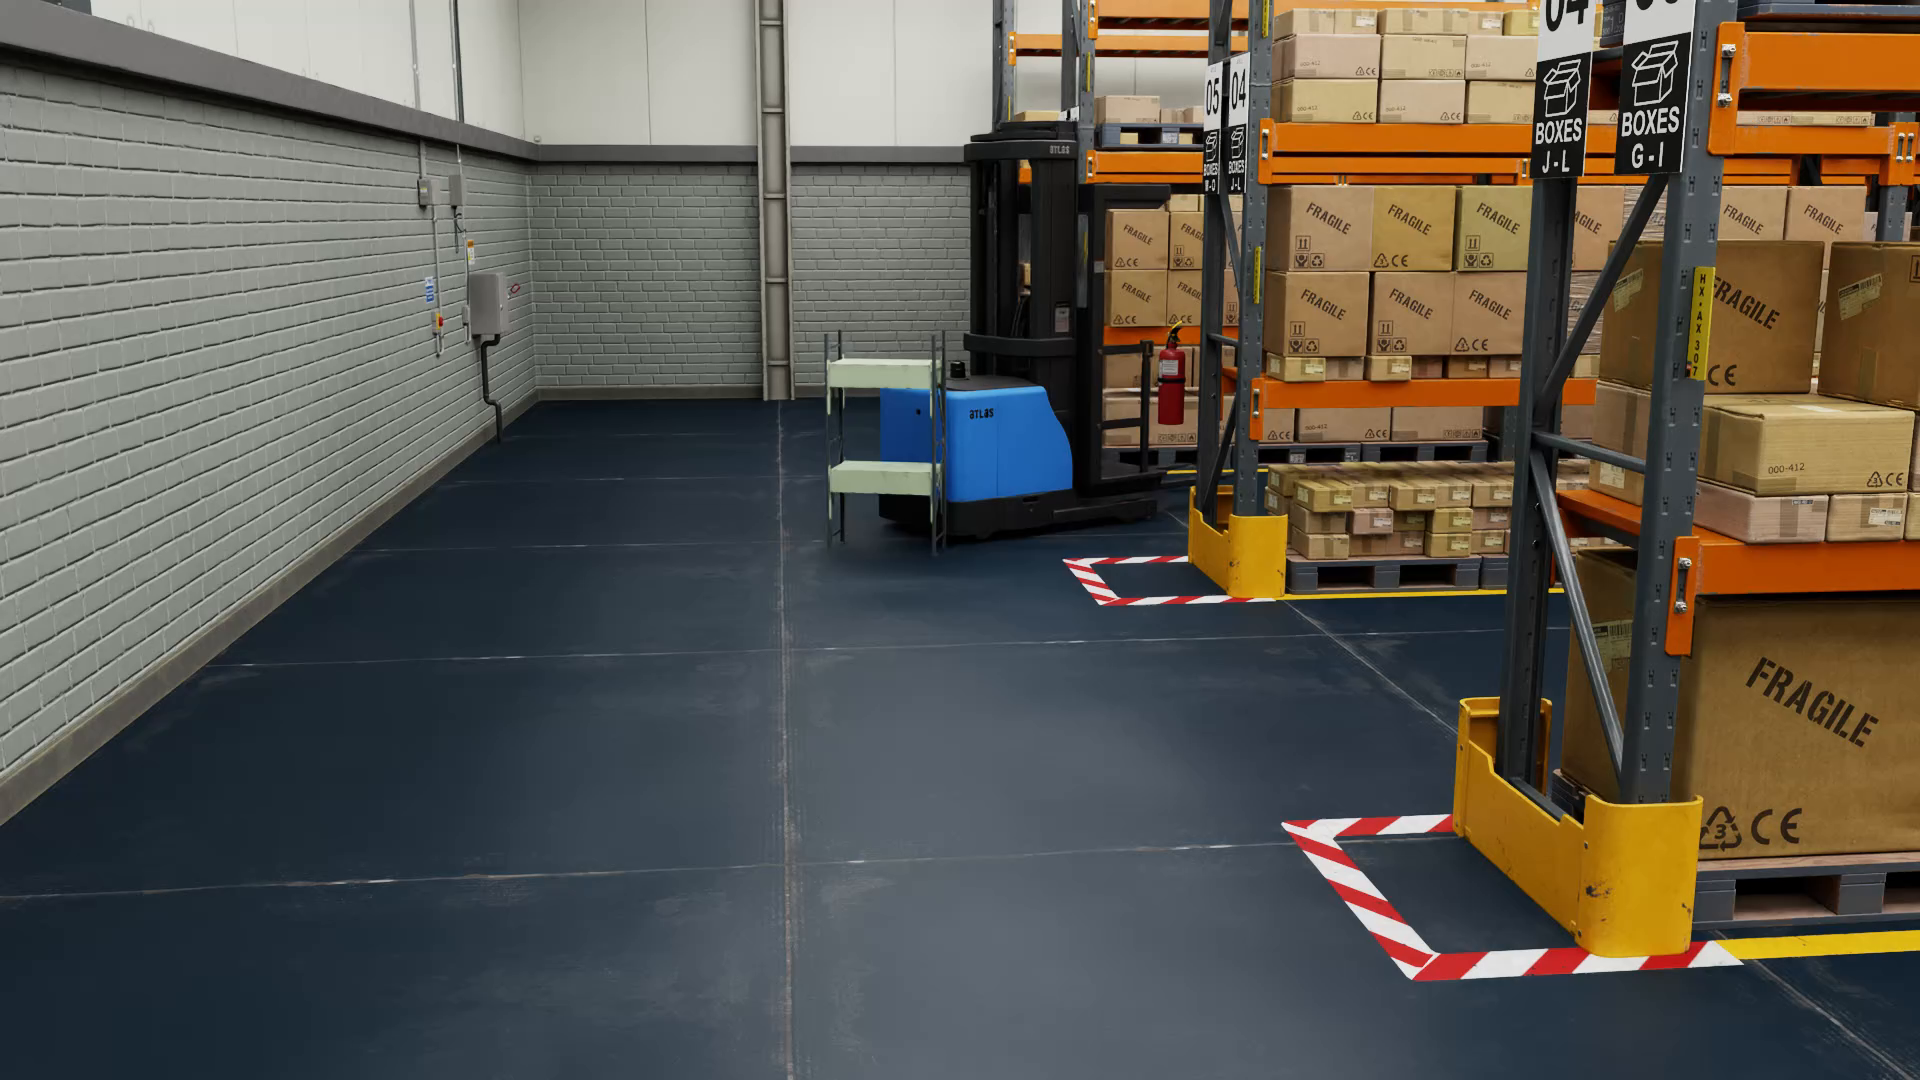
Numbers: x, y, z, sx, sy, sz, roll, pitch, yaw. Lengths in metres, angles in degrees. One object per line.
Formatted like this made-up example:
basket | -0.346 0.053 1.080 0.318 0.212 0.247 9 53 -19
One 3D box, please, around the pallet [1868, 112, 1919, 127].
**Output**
pallet | 6.281 -2.686 10.466 1.003 0.211 1.213 -1 11 -6

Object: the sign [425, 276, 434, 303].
sign | -4.615 -2.178 14.470 0.001 0.218 0.327 -1 11 -6

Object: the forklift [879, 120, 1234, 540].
forklift | 0.887 -1.642 12.620 3.031 2.935 1.130 -8 14 -35

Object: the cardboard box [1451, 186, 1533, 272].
cardboard box | 3.175 -1.893 10.099 0.500 0.500 0.500 -1 11 -7

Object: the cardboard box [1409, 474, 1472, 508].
cardboard box | 3.000 -0.306 10.409 0.250 0.149 0.380 -2 11 -9

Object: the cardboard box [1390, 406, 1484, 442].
cardboard box | 4.385 -1.218 15.839 0.875 0.438 0.875 -1 11 -7

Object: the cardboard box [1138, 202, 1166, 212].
cardboard box | 1.680 -3.009 14.866 0.250 0.149 0.380 -1 11 -5

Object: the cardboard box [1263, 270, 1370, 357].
cardboard box | 2.155 -1.382 10.092 0.500 0.500 0.500 -1 11 -3

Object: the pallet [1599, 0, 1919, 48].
pallet | 2.851 -1.723 5.311 1.213 0.211 1.003 -1 11 -6

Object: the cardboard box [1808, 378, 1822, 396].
cardboard box | 3.072 -0.421 5.852 0.500 0.250 0.500 -1 11 -7

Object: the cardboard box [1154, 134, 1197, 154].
cardboard box | 2.500 -4.669 19.682 0.500 0.250 0.500 -1 11 -7

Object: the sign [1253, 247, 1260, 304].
sign | 1.738 -1.551 9.739 0.005 0.325 0.100 -1 11 -6

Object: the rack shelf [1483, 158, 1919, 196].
rack shelf | 7.009 -3.422 15.586 4.000 0.370 1.077 -1 11 -6

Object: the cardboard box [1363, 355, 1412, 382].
cardboard box | 2.558 -1.060 10.135 0.250 0.149 0.380 -2 11 -8

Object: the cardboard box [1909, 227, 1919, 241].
cardboard box | 9.419 -2.808 16.258 0.500 0.500 0.500 -2 11 -8

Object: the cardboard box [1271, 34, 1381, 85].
cardboard box | 2.153 -2.834 9.823 0.500 0.250 0.500 -1 11 -5

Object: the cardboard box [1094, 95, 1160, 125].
cardboard box | 1.482 -3.858 14.980 0.500 0.250 0.500 -2 11 -11

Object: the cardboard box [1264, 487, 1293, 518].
cardboard box | 2.173 -0.250 10.892 0.250 0.149 0.380 -2 11 -8

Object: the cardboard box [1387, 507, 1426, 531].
cardboard box | 2.740 -0.162 10.449 0.250 0.149 0.380 -1 11 -5

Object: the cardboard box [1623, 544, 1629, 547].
cardboard box | 4.274 -0.026 10.527 0.250 0.149 0.380 -1 11 -6

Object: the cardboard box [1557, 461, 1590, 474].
cardboard box | 3.984 -0.416 10.966 0.250 0.149 0.380 -2 11 -8

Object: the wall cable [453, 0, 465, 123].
wall cable | -4.922 -5.647 17.166 0.133 3.039 2.988 -1 11 -6

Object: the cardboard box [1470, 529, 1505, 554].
cardboard box | 3.241 -0.023 10.511 0.250 0.149 0.380 -1 11 -6

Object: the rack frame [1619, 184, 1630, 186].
rack frame | 8.457 -3.296 20.859 0.127 3.000 1.000 -1 11 -6

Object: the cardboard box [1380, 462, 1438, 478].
cardboard box | 2.942 -0.407 10.920 0.250 0.149 0.380 -2 11 -8

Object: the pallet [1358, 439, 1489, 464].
pallet | 4.256 -0.892 15.859 1.213 0.211 1.003 -1 11 -6

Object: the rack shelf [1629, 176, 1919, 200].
rack shelf | 10.446 -4.457 20.851 4.000 0.370 1.077 -1 11 -6

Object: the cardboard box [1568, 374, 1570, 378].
cardboard box | 3.582 -1.094 10.306 0.250 0.149 0.380 -1 11 -4

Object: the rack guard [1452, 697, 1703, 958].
rack guard | 2.090 0.950 5.742 0.348 0.500 1.175 -1 11 -6

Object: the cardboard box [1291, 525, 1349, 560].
cardboard box | 2.234 0.013 10.330 0.250 0.149 0.380 -1 11 -5

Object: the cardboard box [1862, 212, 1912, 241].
cardboard box | 8.511 -2.823 15.602 0.500 0.500 0.500 -2 11 -8

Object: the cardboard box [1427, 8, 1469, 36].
cardboard box | 2.800 -3.031 9.795 0.250 0.149 0.380 -1 11 -5

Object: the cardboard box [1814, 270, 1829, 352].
cardboard box | 5.205 -1.445 10.411 0.500 0.500 0.500 -1 11 -6

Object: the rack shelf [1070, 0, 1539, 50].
rack shelf | 3.032 -4.614 14.911 4.000 0.370 1.077 -1 11 -6

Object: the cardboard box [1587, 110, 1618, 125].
cardboard box | 3.702 -2.621 10.038 0.500 0.250 0.500 -1 11 -6

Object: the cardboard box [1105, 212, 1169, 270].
cardboard box | 1.552 -2.673 14.837 0.500 0.500 0.500 -1 11 -7

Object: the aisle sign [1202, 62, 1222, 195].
aisle sign | 1.574 -2.562 10.386 0.004 0.787 0.394 -1 11 -6

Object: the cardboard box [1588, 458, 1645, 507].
cardboard box | 2.433 -0.225 5.886 0.250 0.149 0.380 -1 11 -5

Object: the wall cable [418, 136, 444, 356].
wall cable | -4.559 -2.570 14.449 0.123 1.953 0.585 -1 11 -6

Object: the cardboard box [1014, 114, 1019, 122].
cardboard box | 0.916 -4.982 19.979 0.500 0.250 0.500 -2 11 -8

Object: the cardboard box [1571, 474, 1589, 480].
cardboard box | 4.041 -0.315 10.452 0.250 0.149 0.380 -2 11 -8

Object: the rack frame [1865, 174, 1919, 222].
rack frame | 8.997 -2.345 16.018 0.127 3.000 1.000 -1 11 -6

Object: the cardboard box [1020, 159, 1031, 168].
cardboard box | 0.846 -4.440 19.553 0.250 0.149 0.380 -1 11 -5

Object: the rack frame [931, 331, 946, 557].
rack frame | -0.143 -0.656 11.318 0.023 1.500 0.400 2 11 10

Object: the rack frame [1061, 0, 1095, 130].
rack frame | 1.044 -5.122 14.591 0.127 3.000 1.000 -1 11 -6

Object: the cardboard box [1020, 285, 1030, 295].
cardboard box | 0.861 -2.961 19.803 0.250 0.149 0.380 -1 11 -7

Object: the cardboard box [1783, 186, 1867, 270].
cardboard box | 5.218 -1.938 10.328 0.500 0.500 0.500 -2 11 -8

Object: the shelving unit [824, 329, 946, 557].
shelving unit | -0.503 -0.669 11.383 0.755 1.500 0.431 2 11 10
